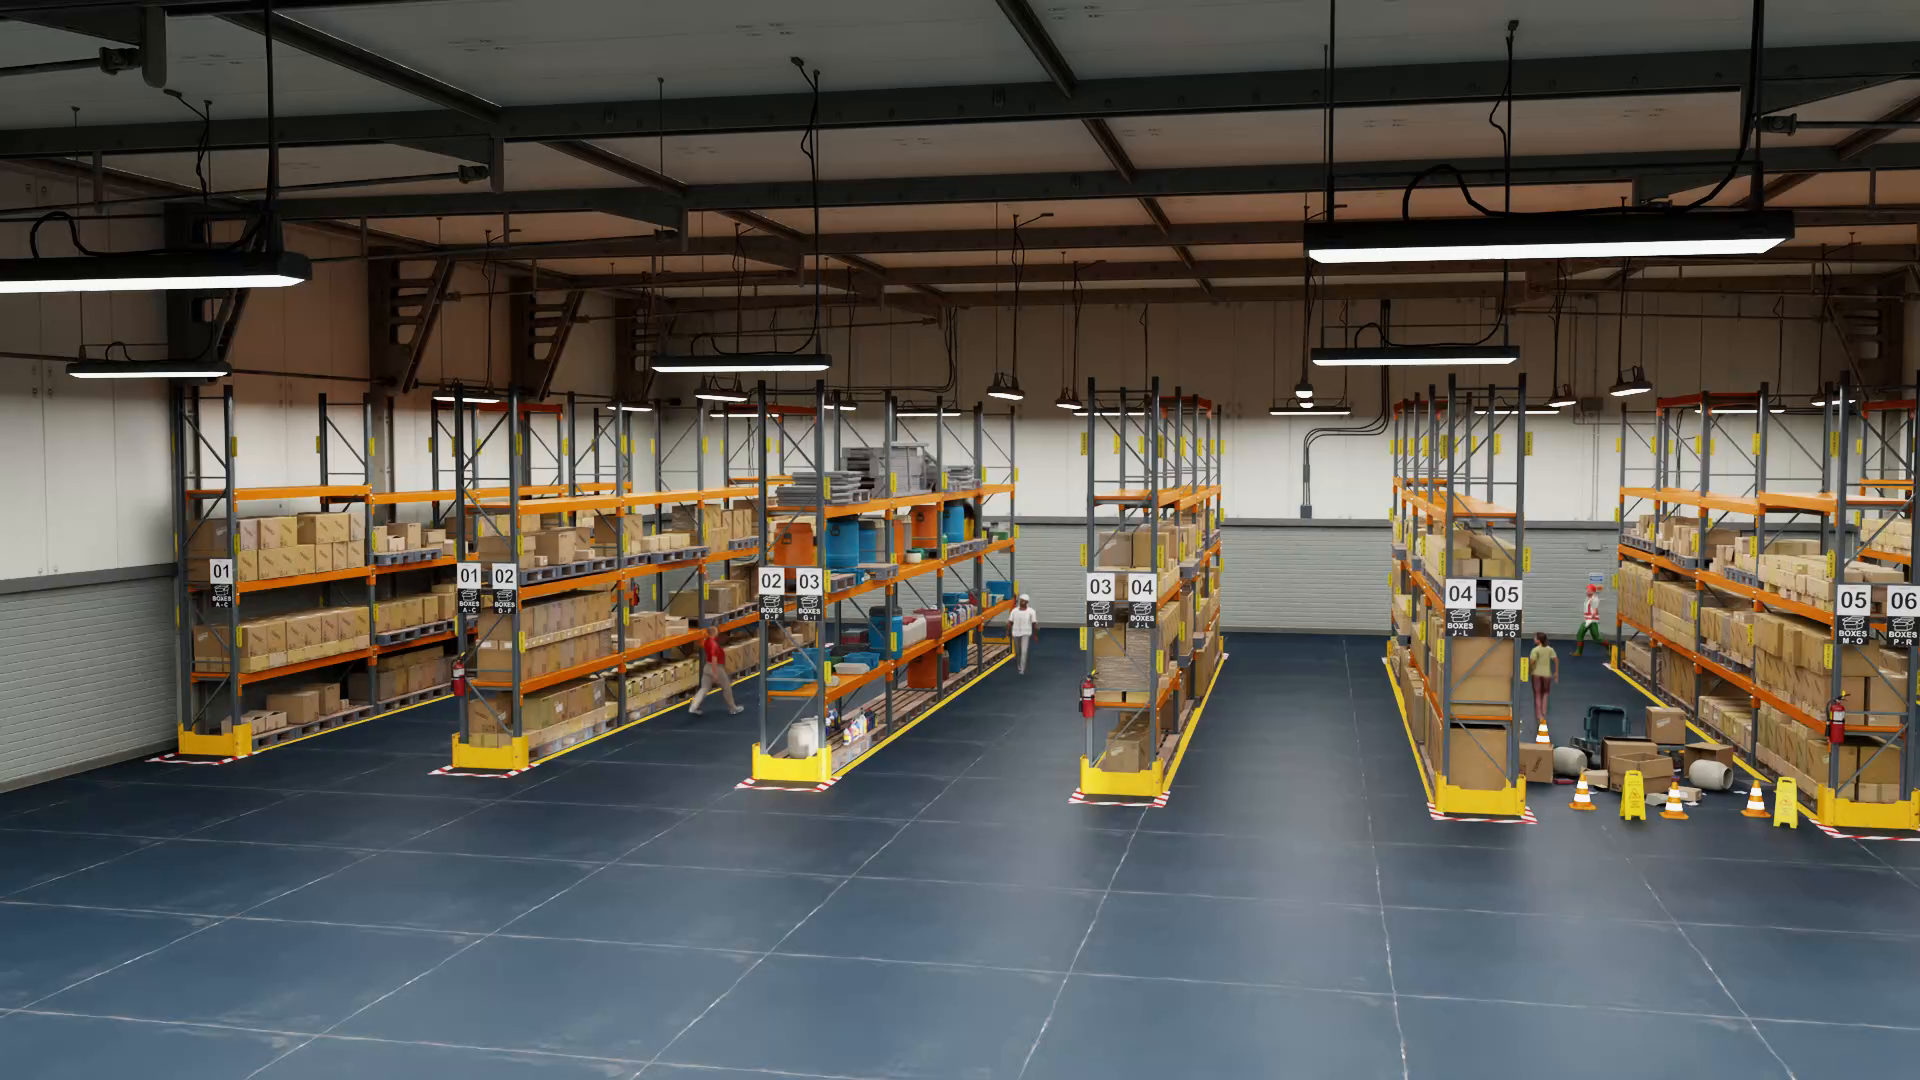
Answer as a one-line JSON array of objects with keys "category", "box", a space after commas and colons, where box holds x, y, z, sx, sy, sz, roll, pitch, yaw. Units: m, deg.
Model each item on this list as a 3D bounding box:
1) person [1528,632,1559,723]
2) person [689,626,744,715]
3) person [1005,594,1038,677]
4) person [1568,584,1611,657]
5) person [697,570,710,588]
[{"category": "person", "box": [10.543, 2.514, 30.172, 0.625, 1.687, 0.628, 1, 3, 16]}, {"category": "person", "box": [-4.535, 2.429, 30.938, 1.071, 1.679, 0.524, -3, 4, -41]}, {"category": "person", "box": [1.303, 2.014, 35.313, 0.654, 1.728, 1.019, 1, 3, 16]}, {"category": "person", "box": [14.997, 1.922, 39.437, 1.030, 1.745, 0.608, 0, 3, 6]}, {"category": "person", "box": [-6.698, 1.654, 43.624, 0.523, 1.775, 0.558, 1, 3, 16]}]
